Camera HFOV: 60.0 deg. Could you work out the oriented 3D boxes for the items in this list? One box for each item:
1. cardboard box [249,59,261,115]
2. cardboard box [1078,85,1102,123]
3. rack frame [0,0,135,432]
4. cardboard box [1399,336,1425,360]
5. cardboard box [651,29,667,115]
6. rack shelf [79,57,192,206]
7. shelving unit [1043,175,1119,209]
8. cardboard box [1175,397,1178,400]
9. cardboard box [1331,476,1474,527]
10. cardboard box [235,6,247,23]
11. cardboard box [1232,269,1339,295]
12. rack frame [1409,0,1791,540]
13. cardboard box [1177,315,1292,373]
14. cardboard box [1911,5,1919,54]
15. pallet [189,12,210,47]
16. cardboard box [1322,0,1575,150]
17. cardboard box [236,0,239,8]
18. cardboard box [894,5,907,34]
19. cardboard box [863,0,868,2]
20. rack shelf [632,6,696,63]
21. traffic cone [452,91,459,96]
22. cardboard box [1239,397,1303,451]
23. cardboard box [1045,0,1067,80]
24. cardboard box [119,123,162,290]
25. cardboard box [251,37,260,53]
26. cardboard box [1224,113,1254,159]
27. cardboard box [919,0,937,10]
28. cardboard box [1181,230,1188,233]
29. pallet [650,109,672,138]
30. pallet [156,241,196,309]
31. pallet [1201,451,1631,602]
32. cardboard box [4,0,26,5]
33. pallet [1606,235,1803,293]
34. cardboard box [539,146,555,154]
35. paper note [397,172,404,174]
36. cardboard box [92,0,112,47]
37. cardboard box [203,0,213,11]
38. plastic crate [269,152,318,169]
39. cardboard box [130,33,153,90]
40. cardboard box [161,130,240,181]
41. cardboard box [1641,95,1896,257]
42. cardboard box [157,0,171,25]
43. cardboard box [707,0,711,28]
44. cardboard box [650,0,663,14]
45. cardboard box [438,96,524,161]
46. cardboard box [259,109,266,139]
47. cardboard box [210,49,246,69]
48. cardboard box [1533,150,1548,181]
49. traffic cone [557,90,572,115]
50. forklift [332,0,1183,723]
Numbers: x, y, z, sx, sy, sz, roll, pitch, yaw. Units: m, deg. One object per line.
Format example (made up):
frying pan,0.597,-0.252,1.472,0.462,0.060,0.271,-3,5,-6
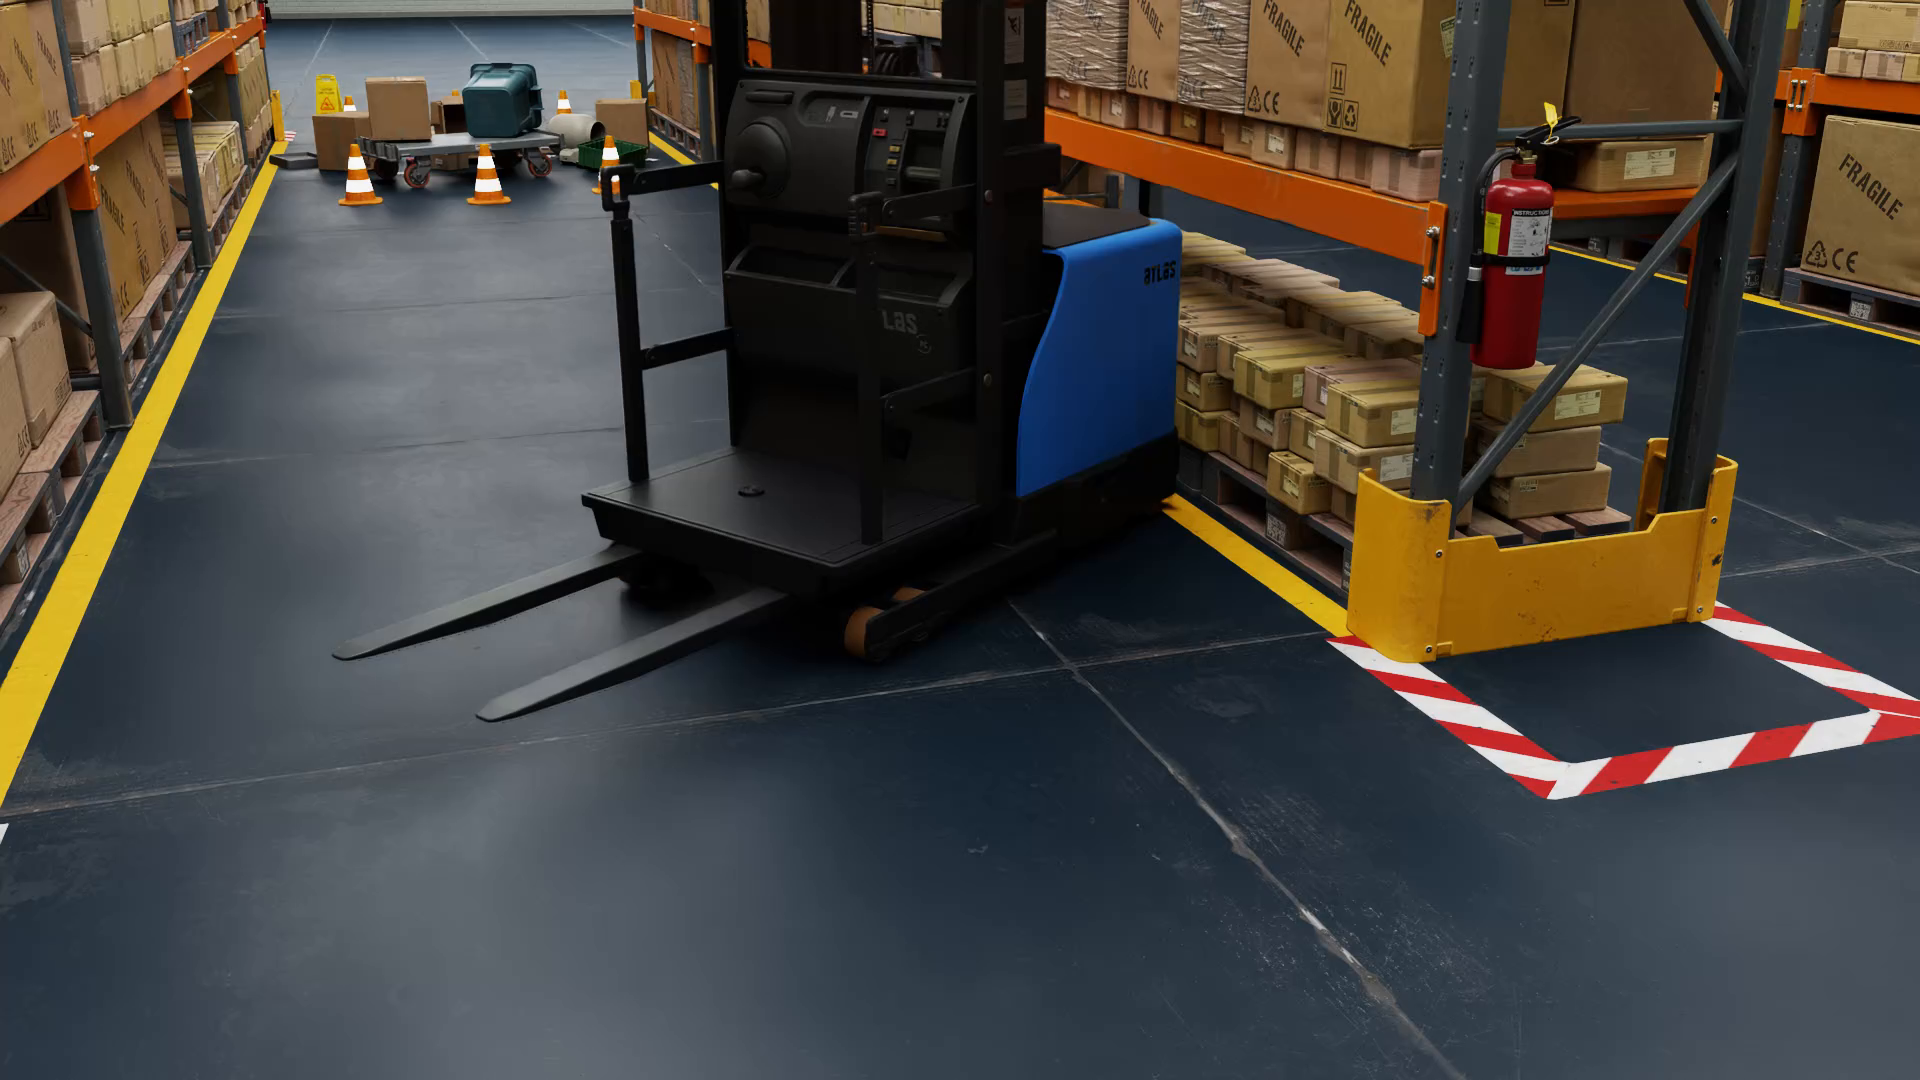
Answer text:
cardboard box,-6.896,-4.238,15.616,0.500,0.500,0.500,-5,20,-14
cardboard box,0.717,-1.843,6.982,0.380,0.149,0.250,-6,21,-16
rack frame,-4.112,-1.859,6.656,1.000,3.000,0.127,-6,21,-17
cardboard box,1.813,-0.645,5.990,0.380,0.149,0.250,-6,21,-17
cardboard box,-2.940,-5.256,18.634,0.875,0.875,0.875,-6,21,-17
rack shelf,-4.740,-2.163,8.565,1.077,0.370,4.000,-6,21,-17
shelving unit,0.230,-1.047,7.153,0.538,1.125,1.048,-7,20,-17
cardboard box,0.975,-0.546,6.594,0.380,0.149,0.250,-6,21,-16
cardboard box,1.450,-0.137,5.456,0.380,0.149,0.250,-6,21,-16
cardboard box,-6.814,-4.855,15.368,0.380,0.149,0.250,-6,21,-17
cardboard box,1.394,-1.056,7.137,0.380,0.149,0.250,-7,21,-19
rack frame,1.813,-1.134,4.637,1.000,3.000,0.127,-6,21,-17
cardboard box,1.021,-0.740,6.254,0.380,0.149,0.250,-6,21,-15
cardboard box,5.347,-2.643,8.620,0.500,0.250,0.500,-6,21,-17
pallet,-6.030,-3.684,12.019,1.003,0.211,1.213,-6,21,-17
cardboard box,1.428,-1.438,4.895,0.500,0.500,0.500,-6,21,-16
cardboard box,-6.680,-4.943,14.654,0.500,0.500,0.500,-6,21,-17
cardboard box,-0.169,-3.021,9.641,0.380,0.149,0.250,-5,20,-15
cardboard box,-0.409,-3.411,10.287,0.380,0.149,0.250,-6,21,-17
rack shelf,-2.587,-5.288,17.267,1.077,0.370,4.000,-6,21,-17
traffic cone,-5.577,-4.743,18.436,0.336,0.463,0.334,-6,21,-17
cardboard box,1.211,-0.436,5.848,0.380,0.149,0.250,-7,21,-19
cardboard box,0.635,-2.261,7.186,0.500,0.500,0.500,-6,21,-17
cardboard box,-4.954,-1.824,9.078,0.875,0.875,0.875,-6,21,-17
cardboard box,-7.205,-4.932,16.588,0.380,0.149,0.250,-6,21,-16
cardboard box,1.149,-1.420,5.805,0.380,0.149,0.250,-7,21,-20
cardboard box,-0.006,-2.996,9.129,0.380,0.149,0.250,-7,21,-19
cardboard box,0.915,-1.467,8.280,0.380,0.149,0.250,-6,21,-16
pallet,-2.890,-4.708,18.712,1.003,0.211,1.213,-6,21,-17
pallet,-5.193,-1.570,9.975,1.003,0.211,1.213,-6,21,-17
pallet,1.567,-0.111,5.912,1.003,0.211,1.213,-6,21,-17
cardboard box,-3.549,-2.091,5.675,0.500,0.500,0.500,-7,21,-18
pallet,4.982,-1.840,10.726,1.003,0.211,1.213,-6,21,-17
cardboard box,-4.247,-4.054,16.811,0.396,0.266,0.258,-3,20,-8
paper note,-5.173,-3.381,15.284,0.148,0.019,0.142,-6,21,-17
cardboard box,-4.173,-2.360,7.531,0.500,0.250,0.500,-6,21,-16
cardboard box,-5.938,-4.124,12.710,0.380,0.149,0.250,-6,21,-17
plastic crate,-6.341,-3.644,15.942,0.402,0.080,0.583,-15,25,-36
cardboard box,-4.458,-2.452,8.526,0.500,0.250,0.500,-7,21,-18
cardboard box,-6.230,-2.989,13.068,0.950,0.372,0.625,-5,20,-14
cardboard box,5.076,-2.313,10.442,1.225,0.875,0.875,-6,21,-17
cardboard box,-4.975,-3.179,9.813,0.500,0.250,0.500,-6,21,-17
cardboard box,-1.889,-4.673,14.341,0.500,0.500,0.500,-6,21,-17
cardboard box,-2.806,-5.858,17.566,0.875,0.550,0.550,-6,21,-17
cardboard box,-4.626,-4.005,16.123,0.797,0.637,0.503,-6,21,-17
cardboard box,-7.049,-4.049,16.197,0.500,0.250,0.500,-7,21,-19
cardboard box,-6.537,-4.253,14.697,0.380,0.149,0.250,-6,21,-16
cardboard box,1.903,-1.232,5.281,0.380,0.149,0.250,-6,21,-15
traffic cone,-4.397,-4.754,18.466,0.336,0.463,0.334,-6,21,-17
forklift,-0.488,-1.205,4.936,1.130,2.935,3.031,14,24,35
